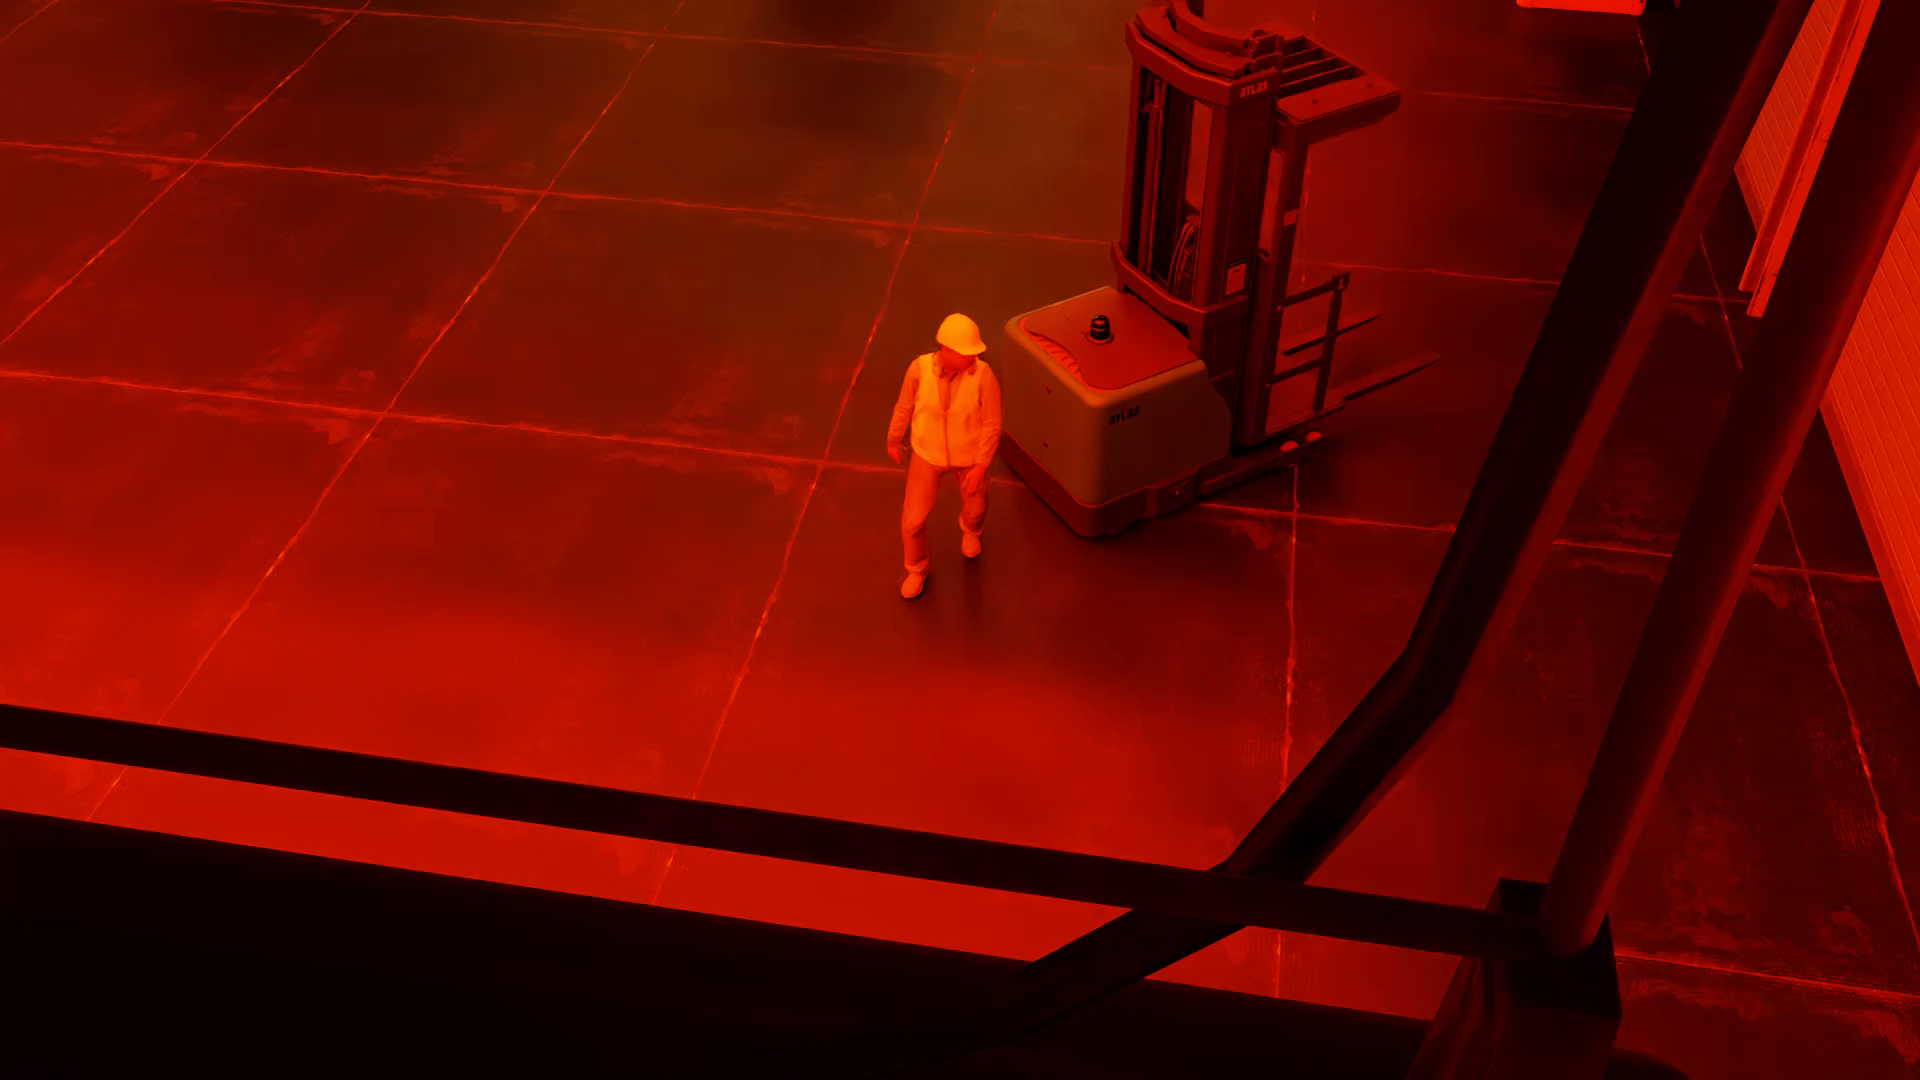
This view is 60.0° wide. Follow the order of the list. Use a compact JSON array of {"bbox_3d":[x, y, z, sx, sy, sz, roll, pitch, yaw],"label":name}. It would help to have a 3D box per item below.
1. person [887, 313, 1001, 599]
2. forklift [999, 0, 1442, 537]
[{"bbox_3d":[-0.094,-0.500,9.388,0.651,1.719,0.712,1,41,1],"label":"person"},{"bbox_3d":[1.779,-1.848,10.002,3.031,2.935,1.130,-22,45,-23],"label":"forklift"}]
